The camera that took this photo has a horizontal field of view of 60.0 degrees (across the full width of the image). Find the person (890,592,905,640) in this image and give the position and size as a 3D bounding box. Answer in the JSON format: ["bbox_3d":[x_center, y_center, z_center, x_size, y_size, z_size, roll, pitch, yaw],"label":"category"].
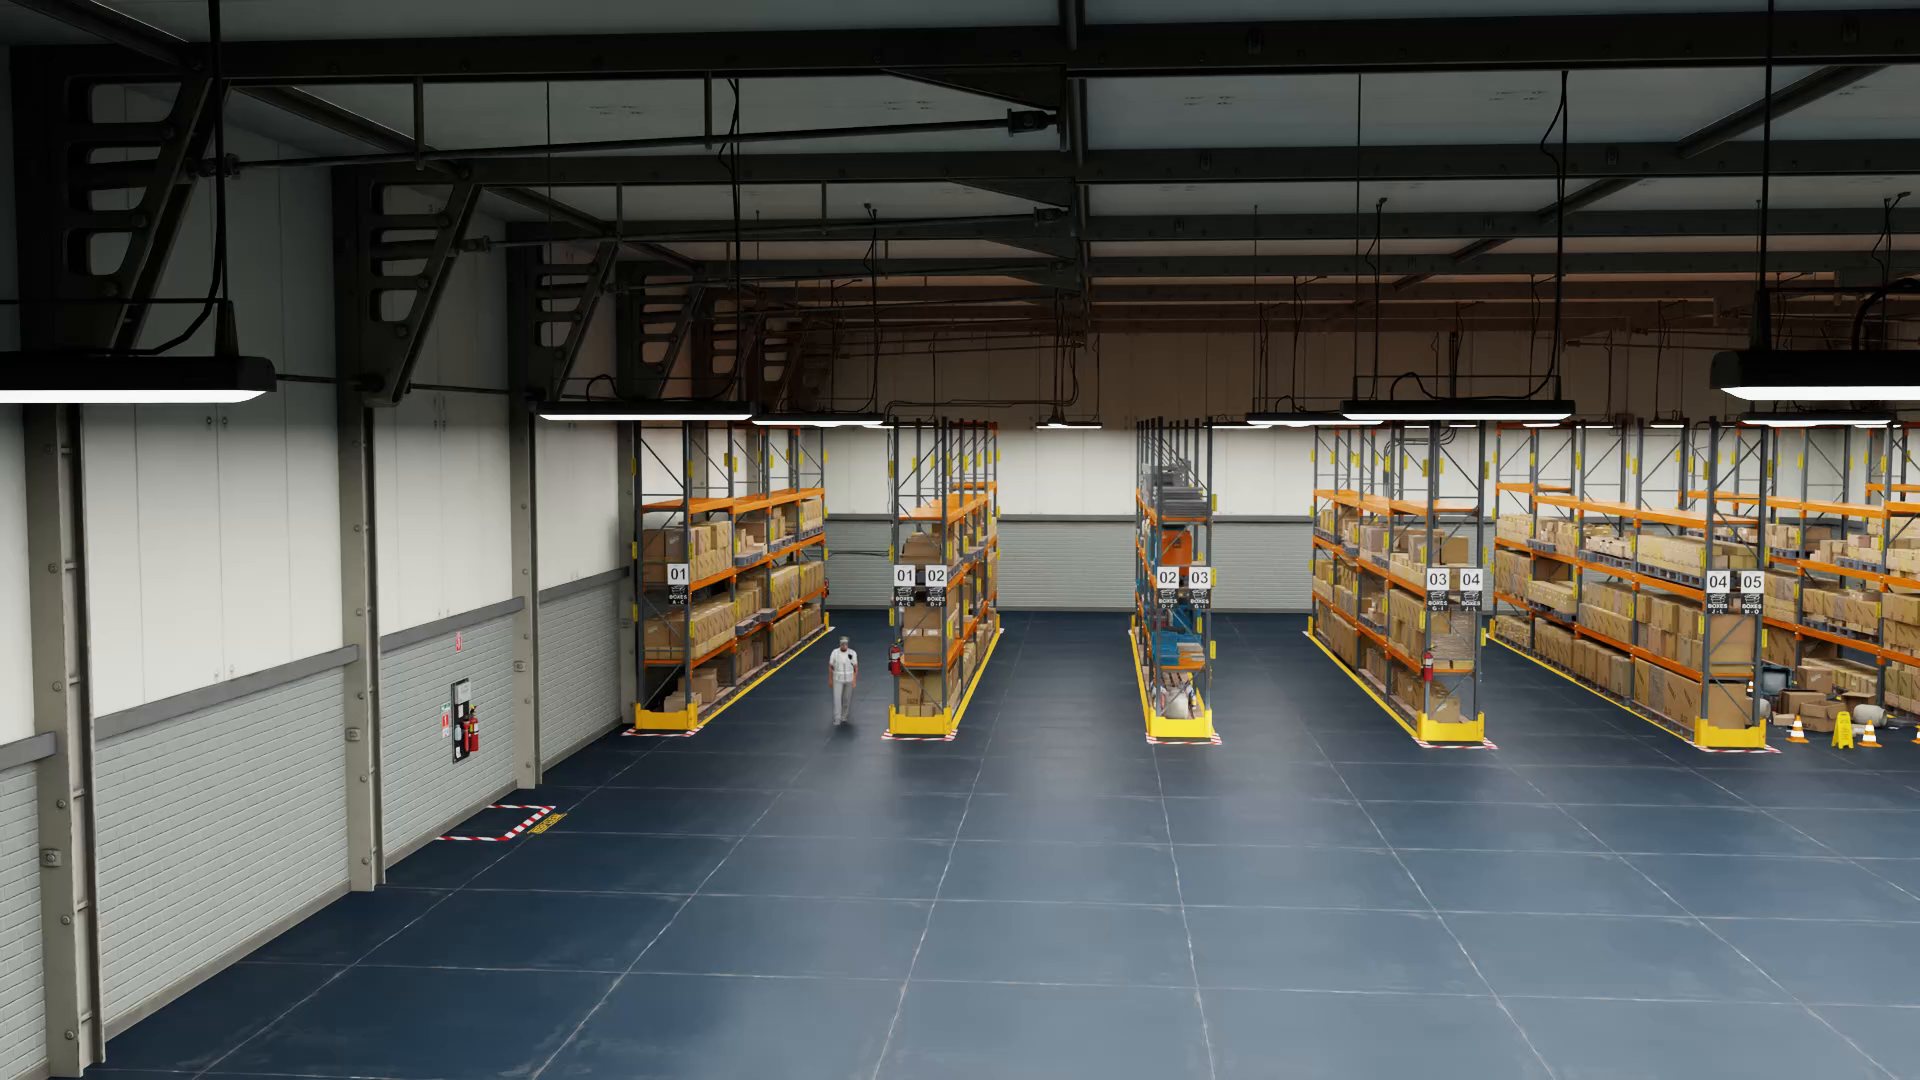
[{"bbox_3d":[-1.530,1.919,45.478,0.707,1.672,0.697,1,4,14],"label":"person"}]

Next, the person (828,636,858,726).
[{"bbox_3d":[-2.271,2.726,32.411,0.580,1.709,0.982,-1,4,-16],"label":"person"}]
